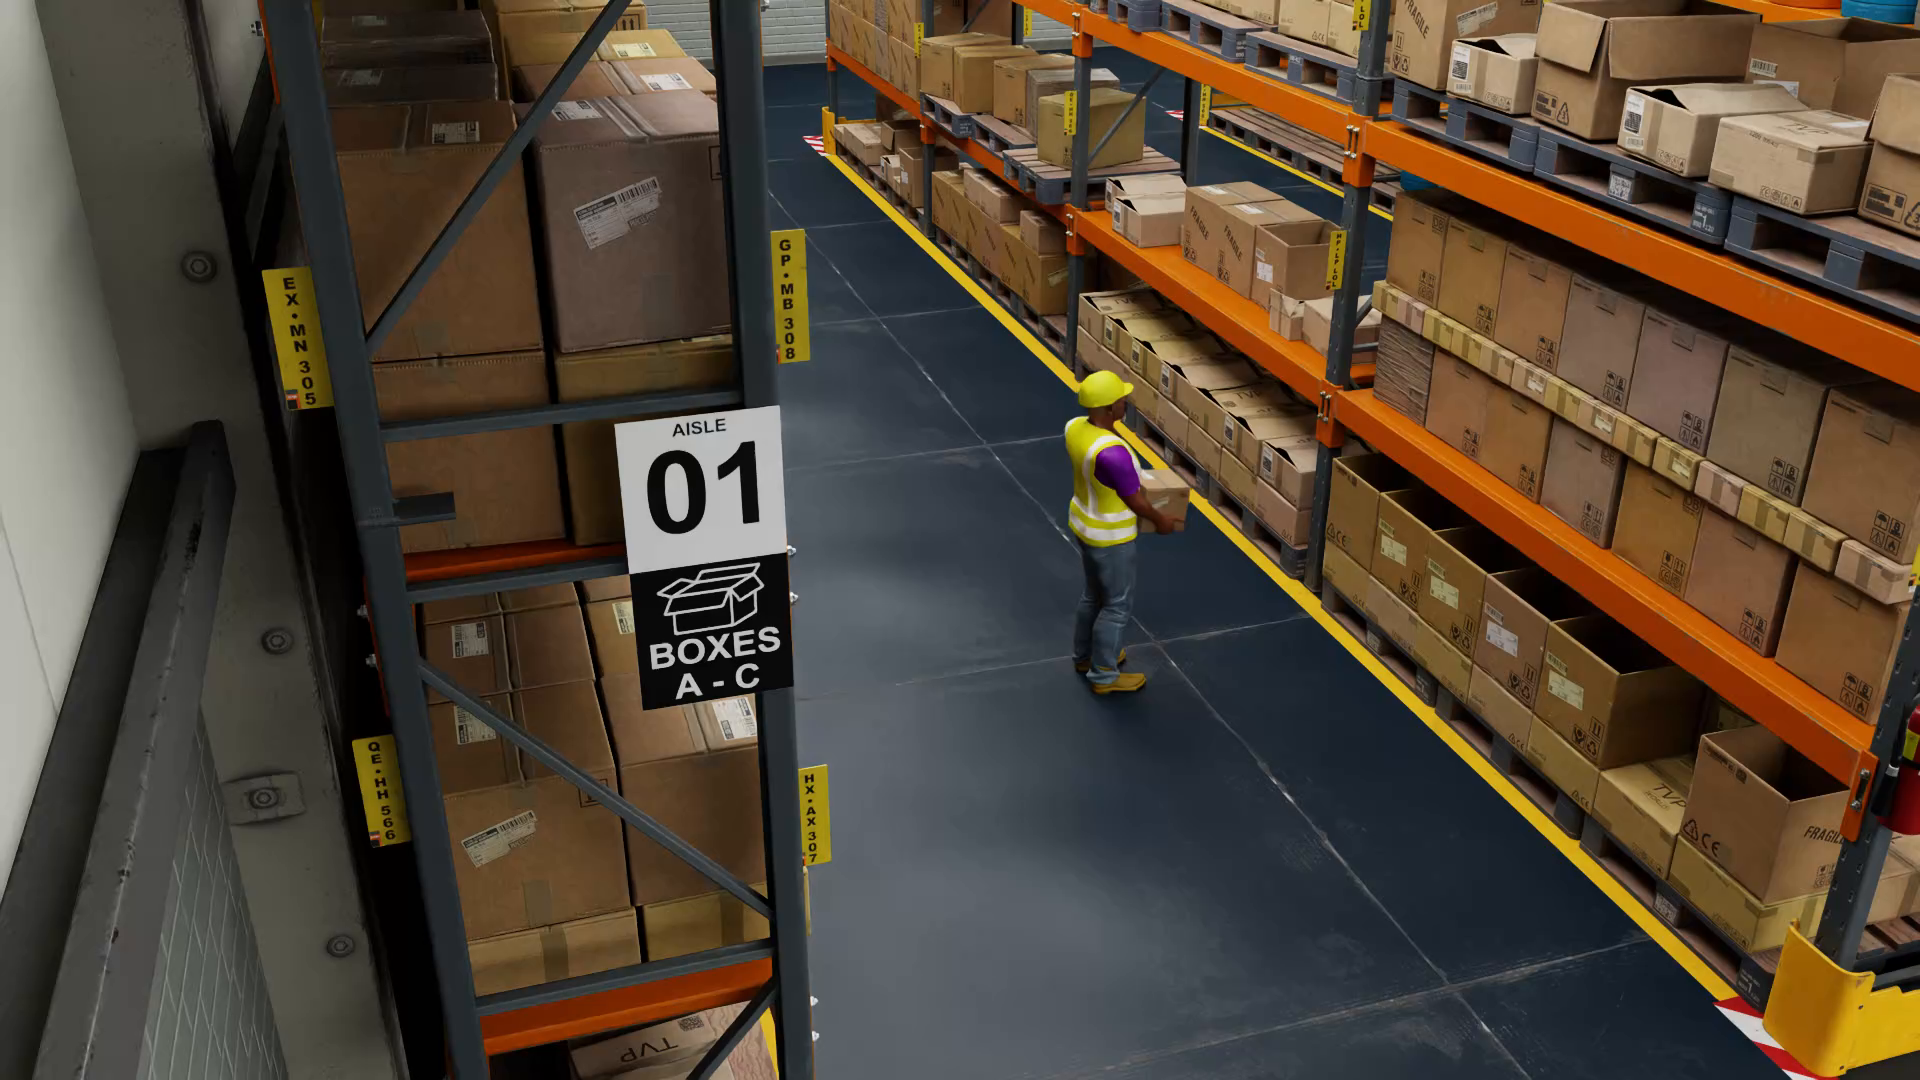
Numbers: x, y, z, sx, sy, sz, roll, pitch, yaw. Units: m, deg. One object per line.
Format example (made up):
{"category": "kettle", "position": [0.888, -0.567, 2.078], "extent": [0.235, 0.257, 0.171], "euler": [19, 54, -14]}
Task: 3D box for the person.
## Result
{"category": "person", "position": [0.850, -0.061, 8.711], "extent": [0.573, 1.767, 0.521], "euler": [-8, 27, -16]}
